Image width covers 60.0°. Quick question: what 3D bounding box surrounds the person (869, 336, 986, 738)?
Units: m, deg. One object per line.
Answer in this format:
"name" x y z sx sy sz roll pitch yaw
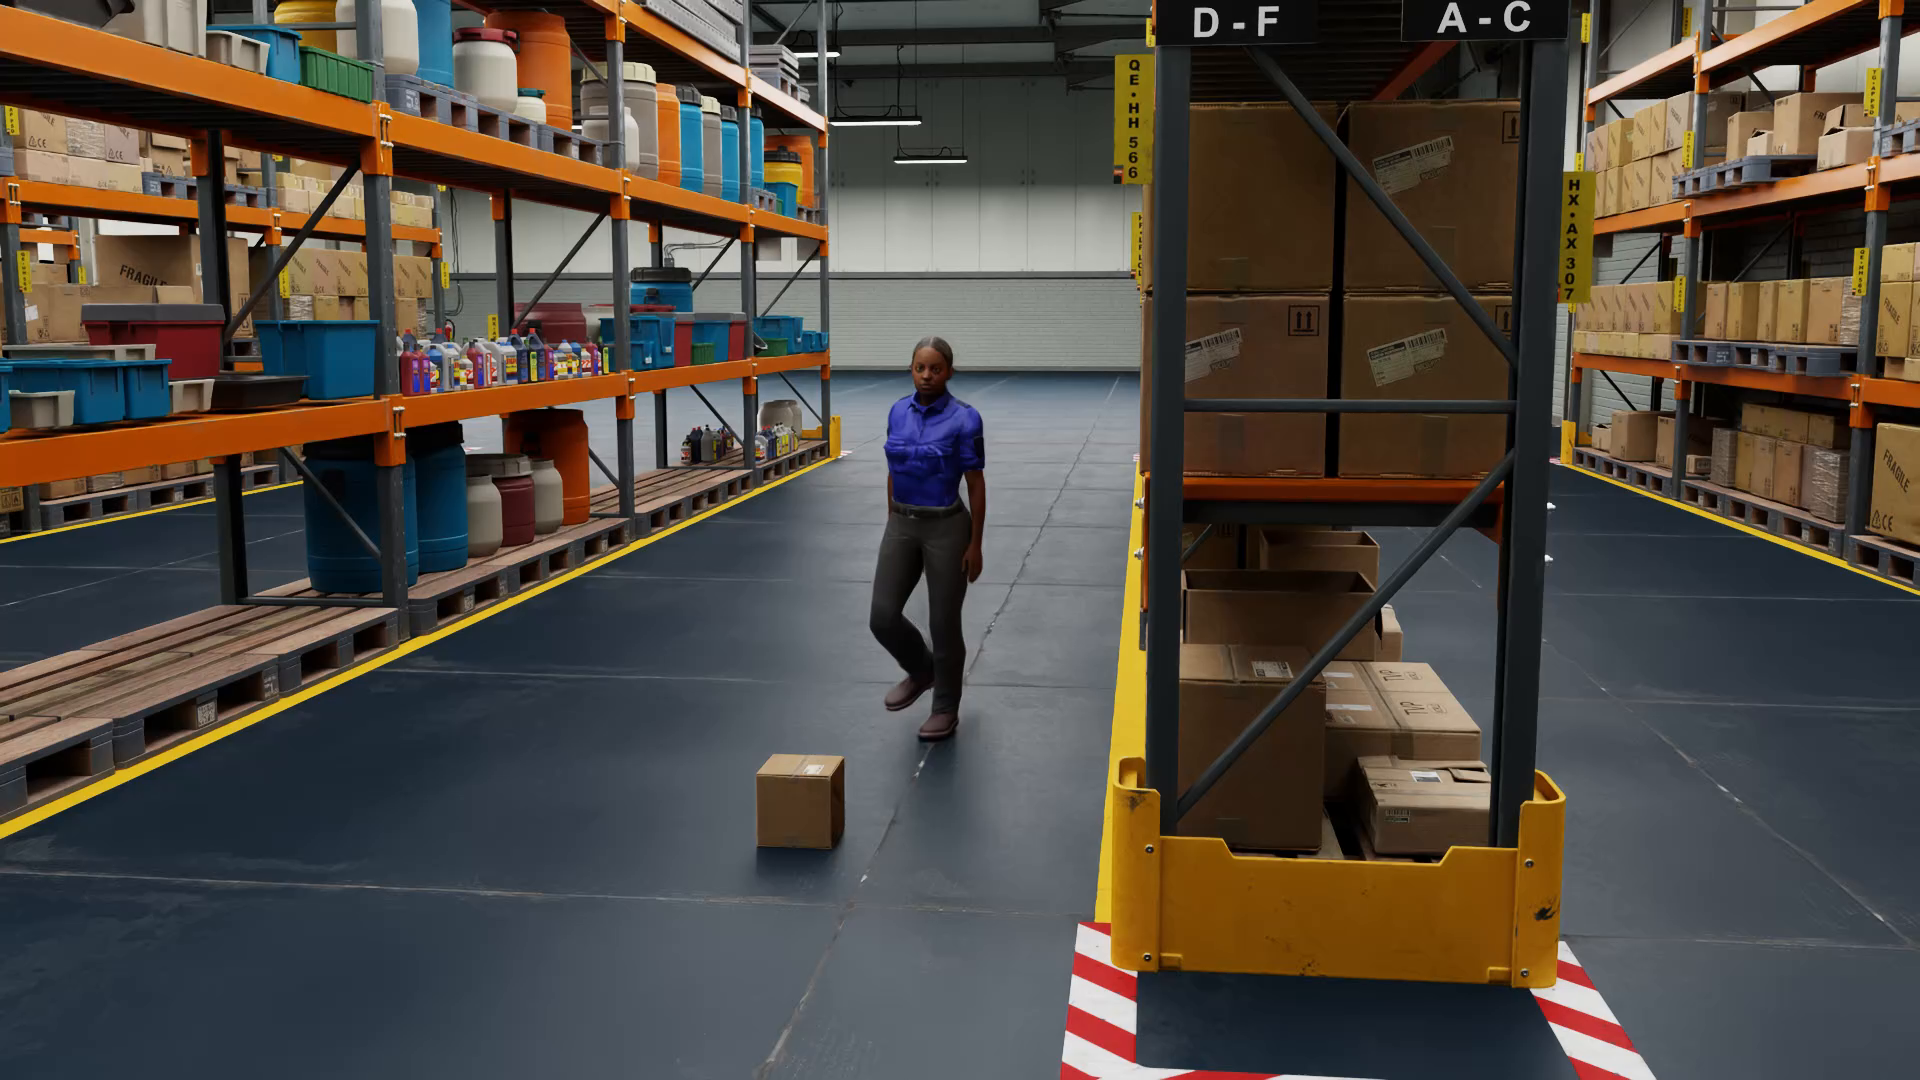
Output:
"person" -0.113 -0.013 6.850 0.511 1.649 0.466 3 8 24
